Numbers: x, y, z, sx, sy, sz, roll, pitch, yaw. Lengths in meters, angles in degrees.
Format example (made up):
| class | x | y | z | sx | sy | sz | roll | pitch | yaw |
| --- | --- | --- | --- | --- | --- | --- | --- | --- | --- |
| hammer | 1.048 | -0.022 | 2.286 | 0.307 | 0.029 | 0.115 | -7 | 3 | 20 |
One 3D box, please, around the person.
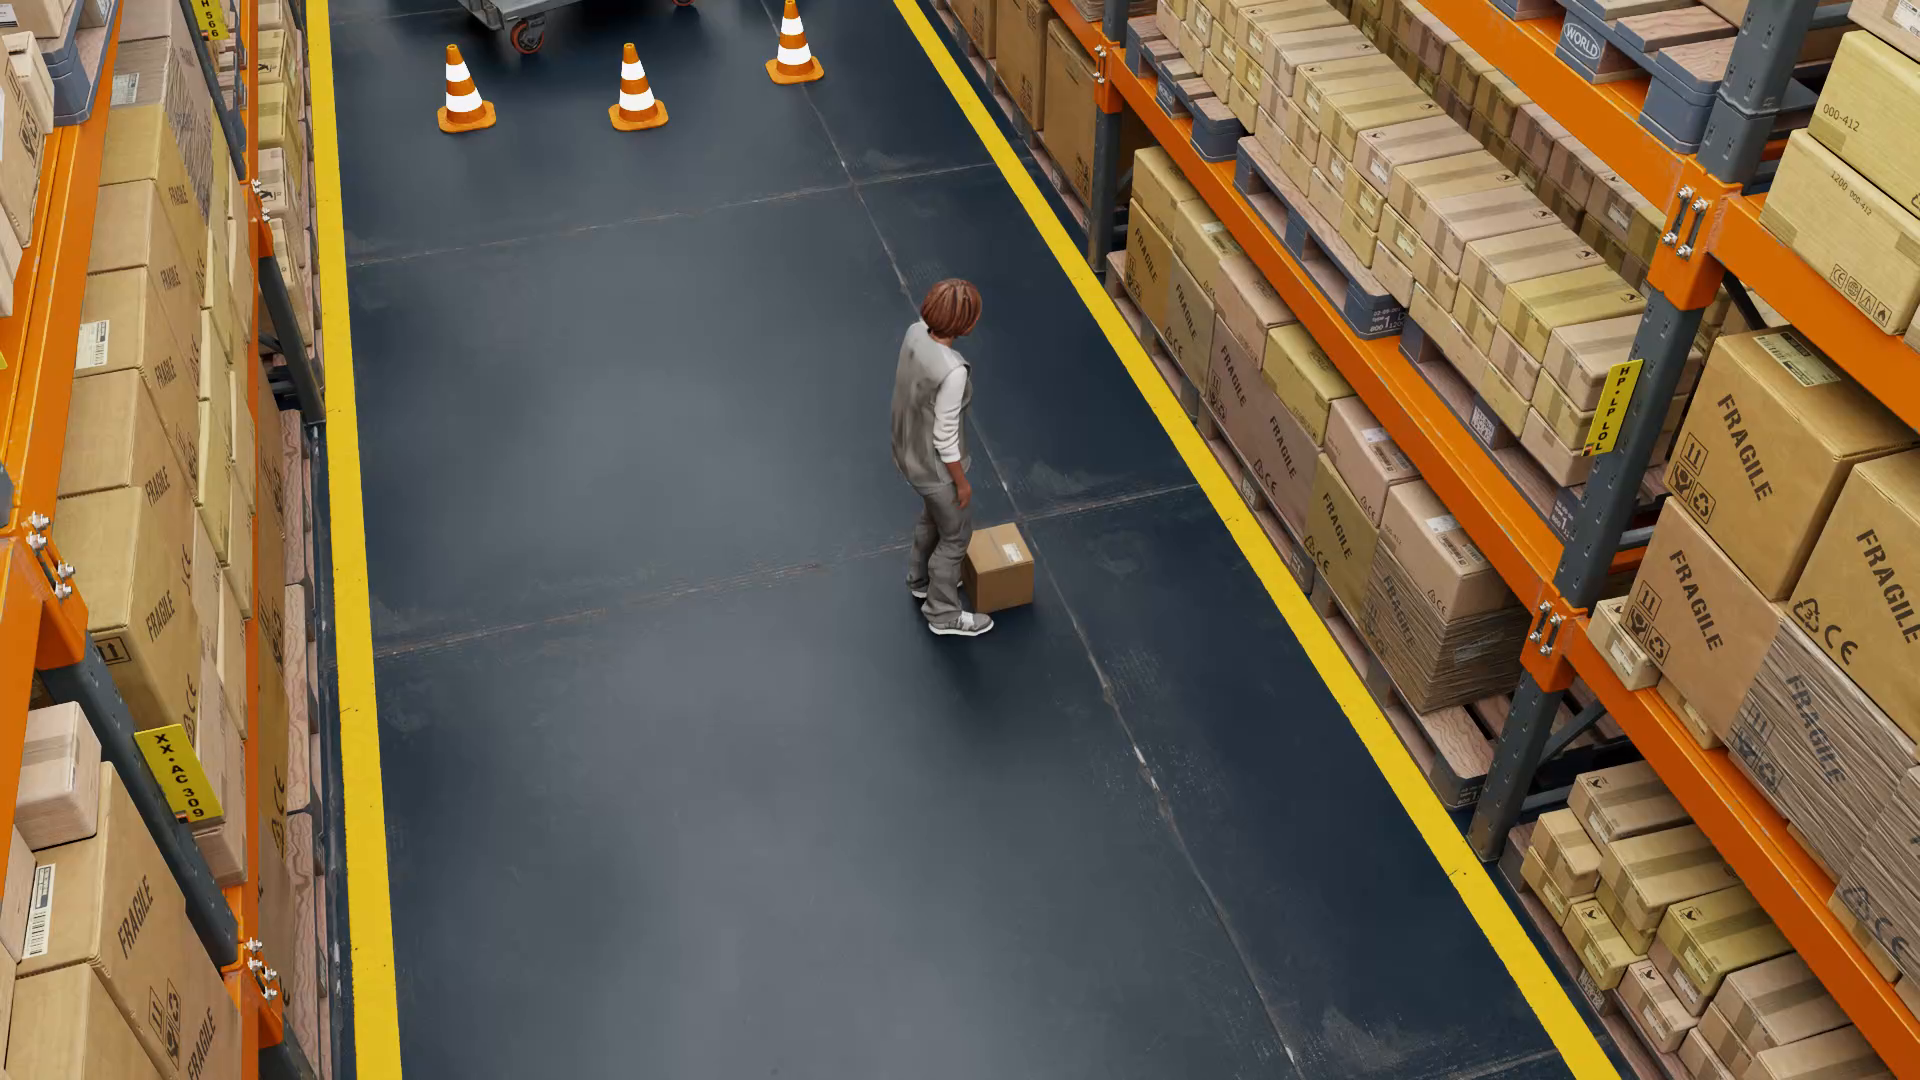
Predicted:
| class | x | y | z | sx | sy | sz | roll | pitch | yaw |
| --- | --- | --- | --- | --- | --- | --- | --- | --- | --- |
| person | -0.081 | -0.314 | 6.508 | 0.347 | 1.592 | 0.473 | -14 | 45 | -15 |
